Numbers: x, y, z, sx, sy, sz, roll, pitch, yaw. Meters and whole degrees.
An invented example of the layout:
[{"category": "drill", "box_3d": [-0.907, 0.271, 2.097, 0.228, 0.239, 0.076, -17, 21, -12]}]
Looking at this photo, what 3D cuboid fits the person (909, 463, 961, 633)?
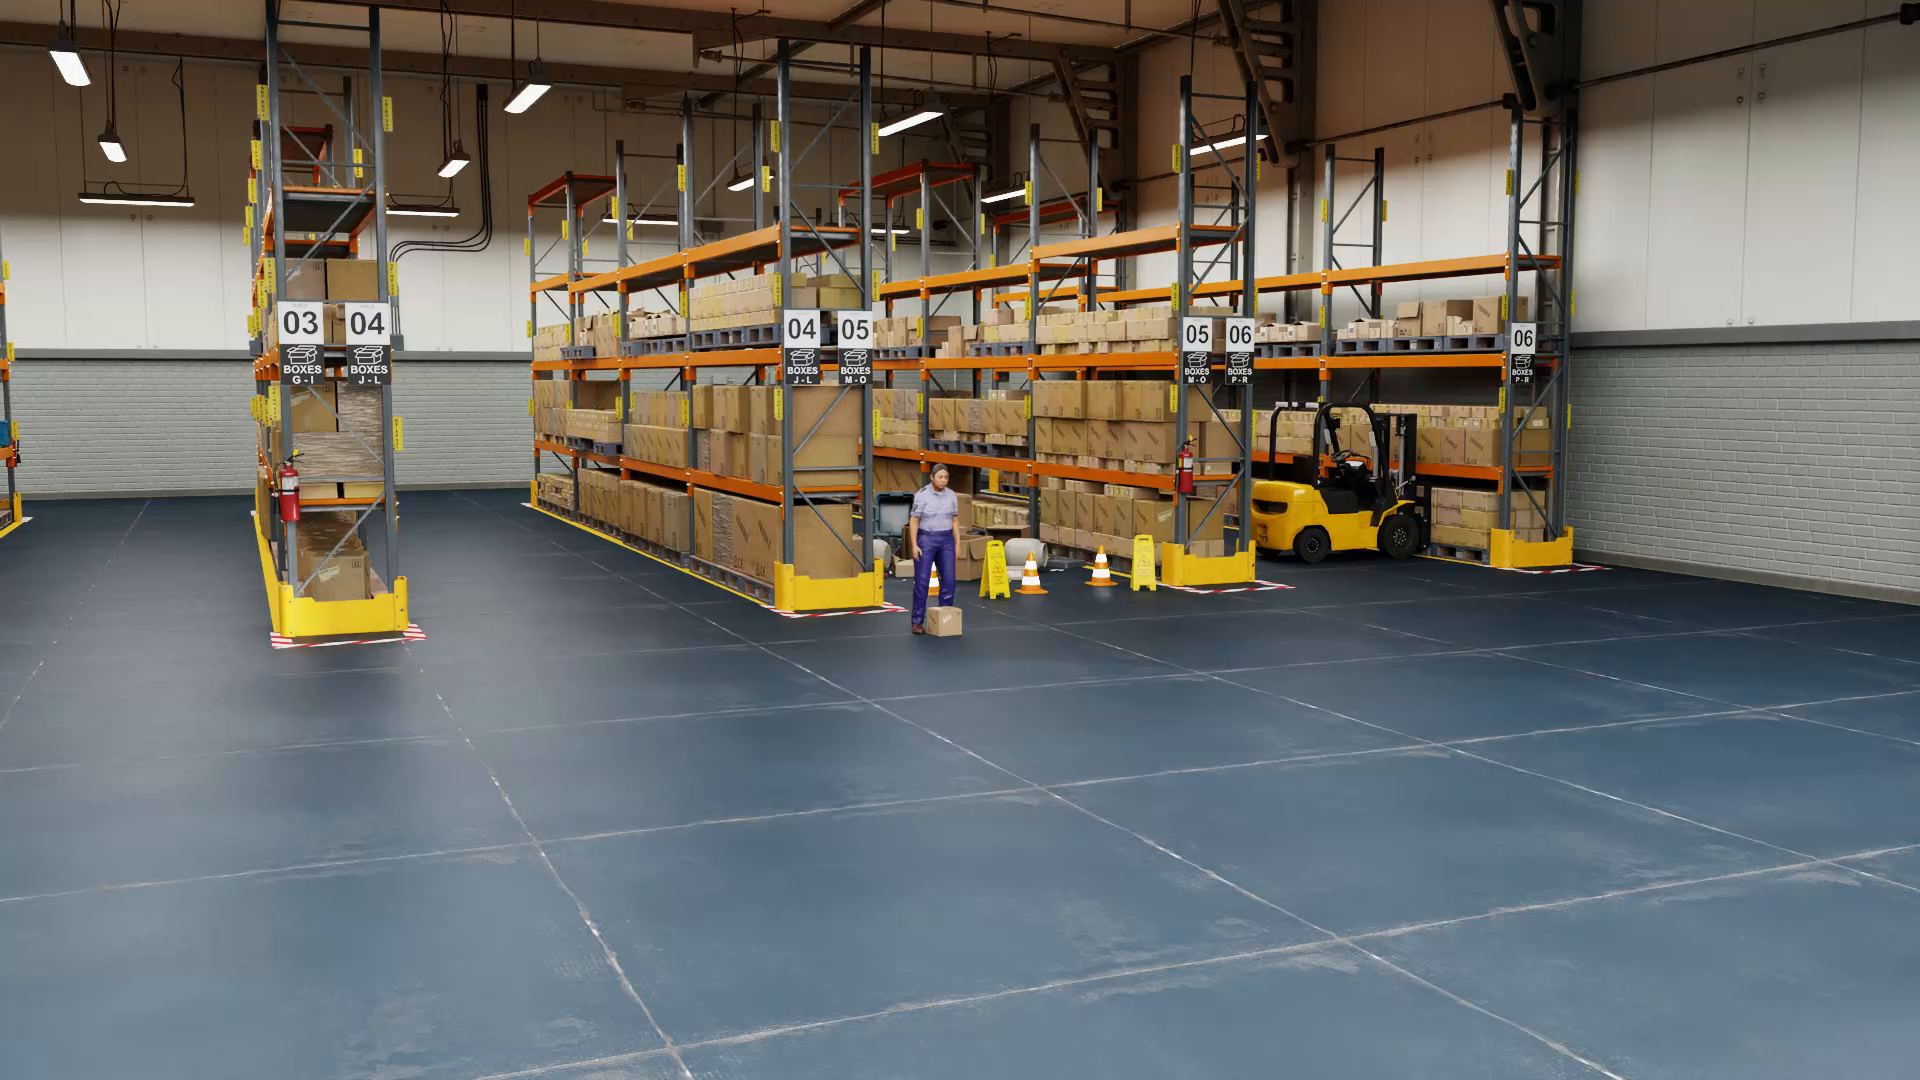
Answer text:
[{"category": "person", "box_3d": [-0.244, 0.074, 16.284, 0.536, 1.651, 0.414, -2, 6, -24]}]
